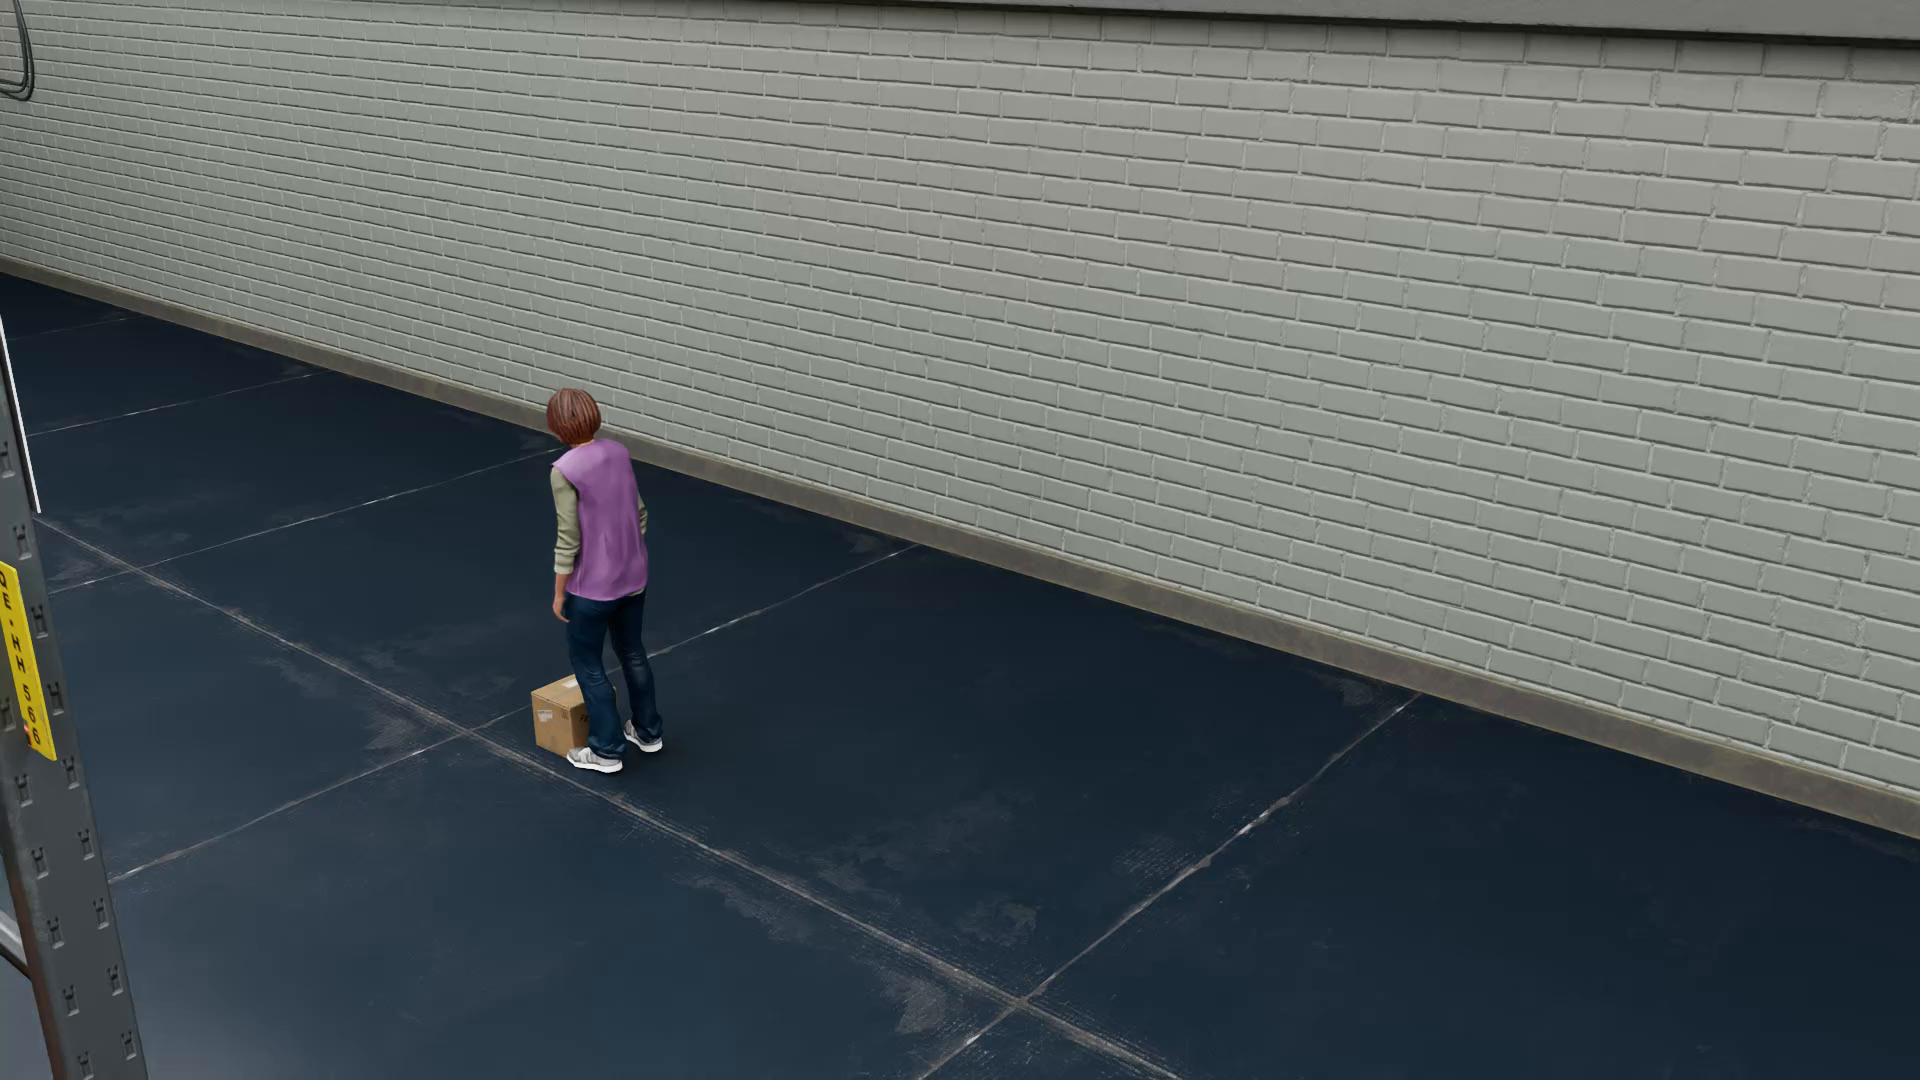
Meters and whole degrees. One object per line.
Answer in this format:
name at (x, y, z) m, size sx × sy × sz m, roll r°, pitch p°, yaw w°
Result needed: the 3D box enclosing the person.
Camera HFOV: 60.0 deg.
person at (-1.427, 0.170, 6.641) m, size 0.347 × 1.591 × 0.483 m, roll 14°, pitch 25°, yaw 33°
